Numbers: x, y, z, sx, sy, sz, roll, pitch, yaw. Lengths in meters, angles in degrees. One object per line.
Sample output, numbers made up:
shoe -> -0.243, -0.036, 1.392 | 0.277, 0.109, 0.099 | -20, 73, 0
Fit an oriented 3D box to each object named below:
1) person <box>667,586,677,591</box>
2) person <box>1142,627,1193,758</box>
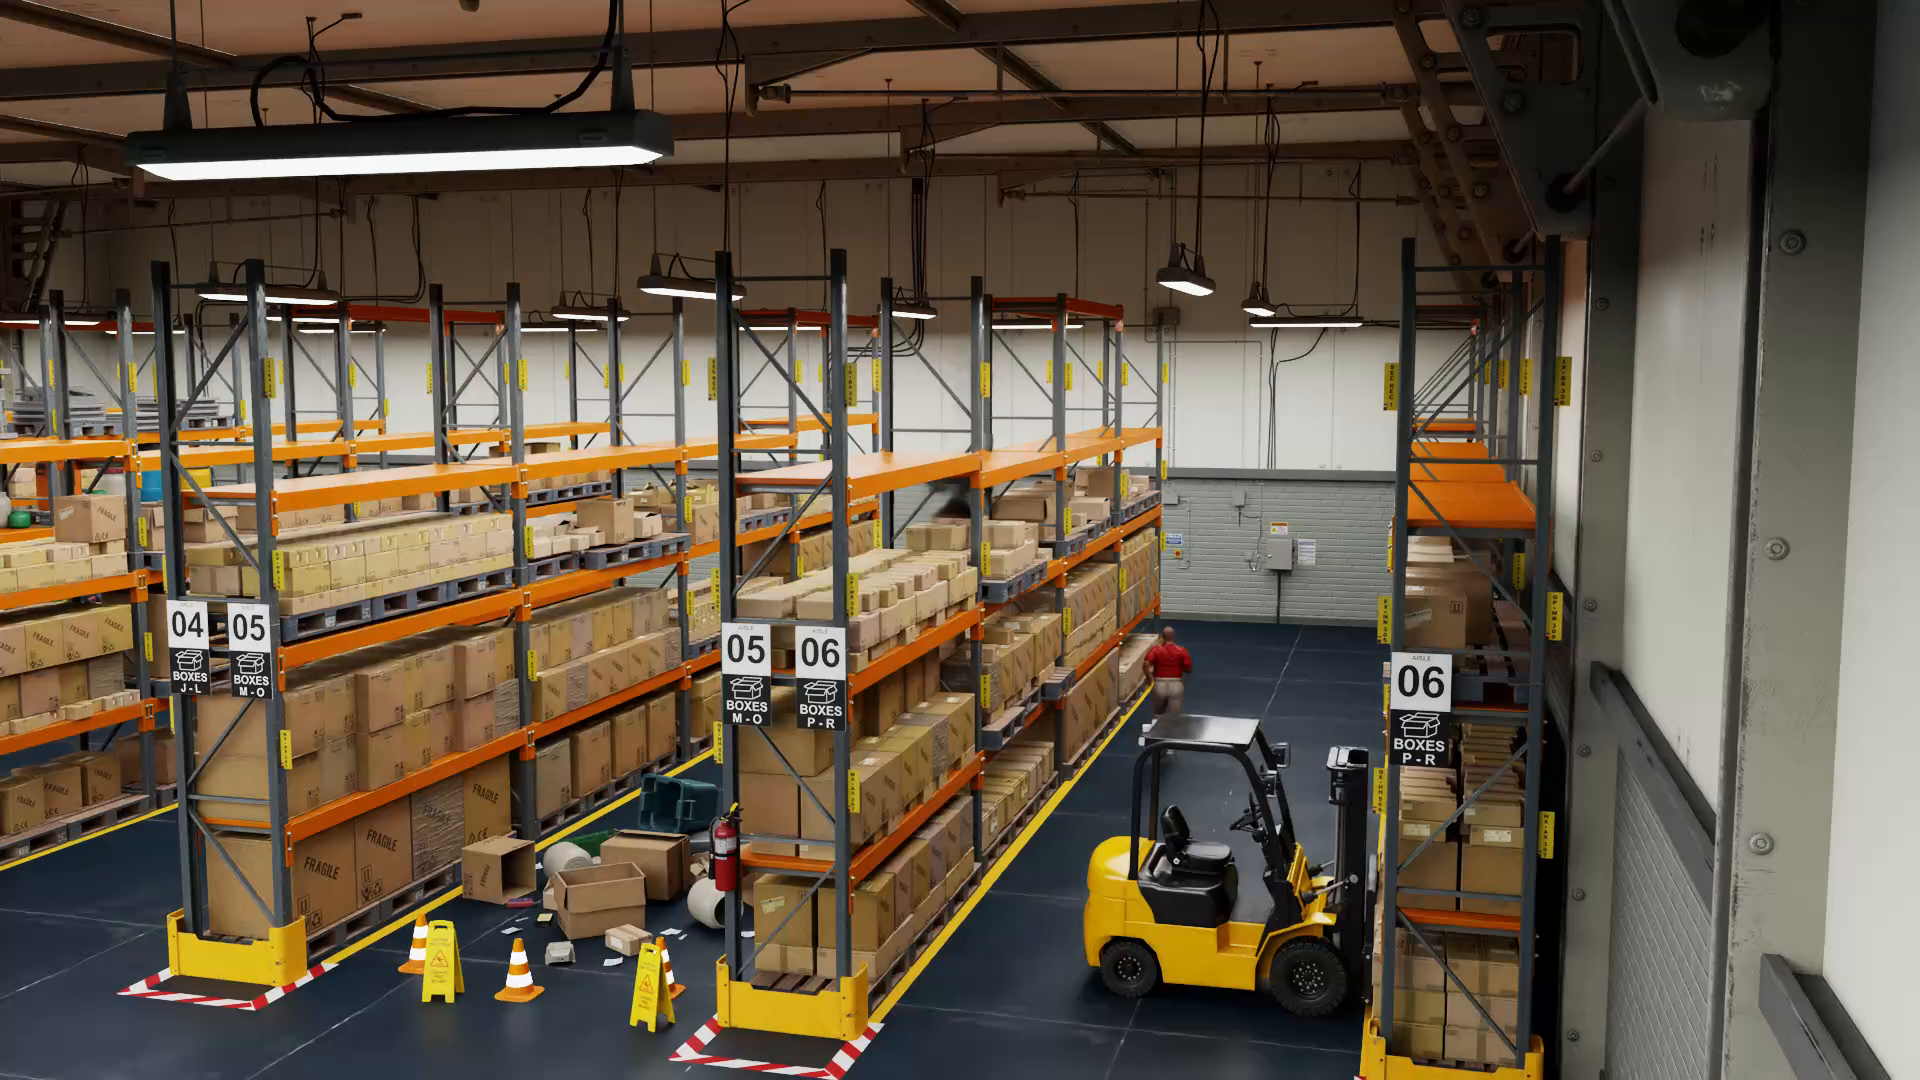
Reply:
person -> -4.536, 1.534, 26.540 | 0.528, 1.674, 0.786 | 1, 6, 9
person -> 2.712, 2.014, 21.715 | 0.642, 1.787, 0.762 | 1, 6, 11
